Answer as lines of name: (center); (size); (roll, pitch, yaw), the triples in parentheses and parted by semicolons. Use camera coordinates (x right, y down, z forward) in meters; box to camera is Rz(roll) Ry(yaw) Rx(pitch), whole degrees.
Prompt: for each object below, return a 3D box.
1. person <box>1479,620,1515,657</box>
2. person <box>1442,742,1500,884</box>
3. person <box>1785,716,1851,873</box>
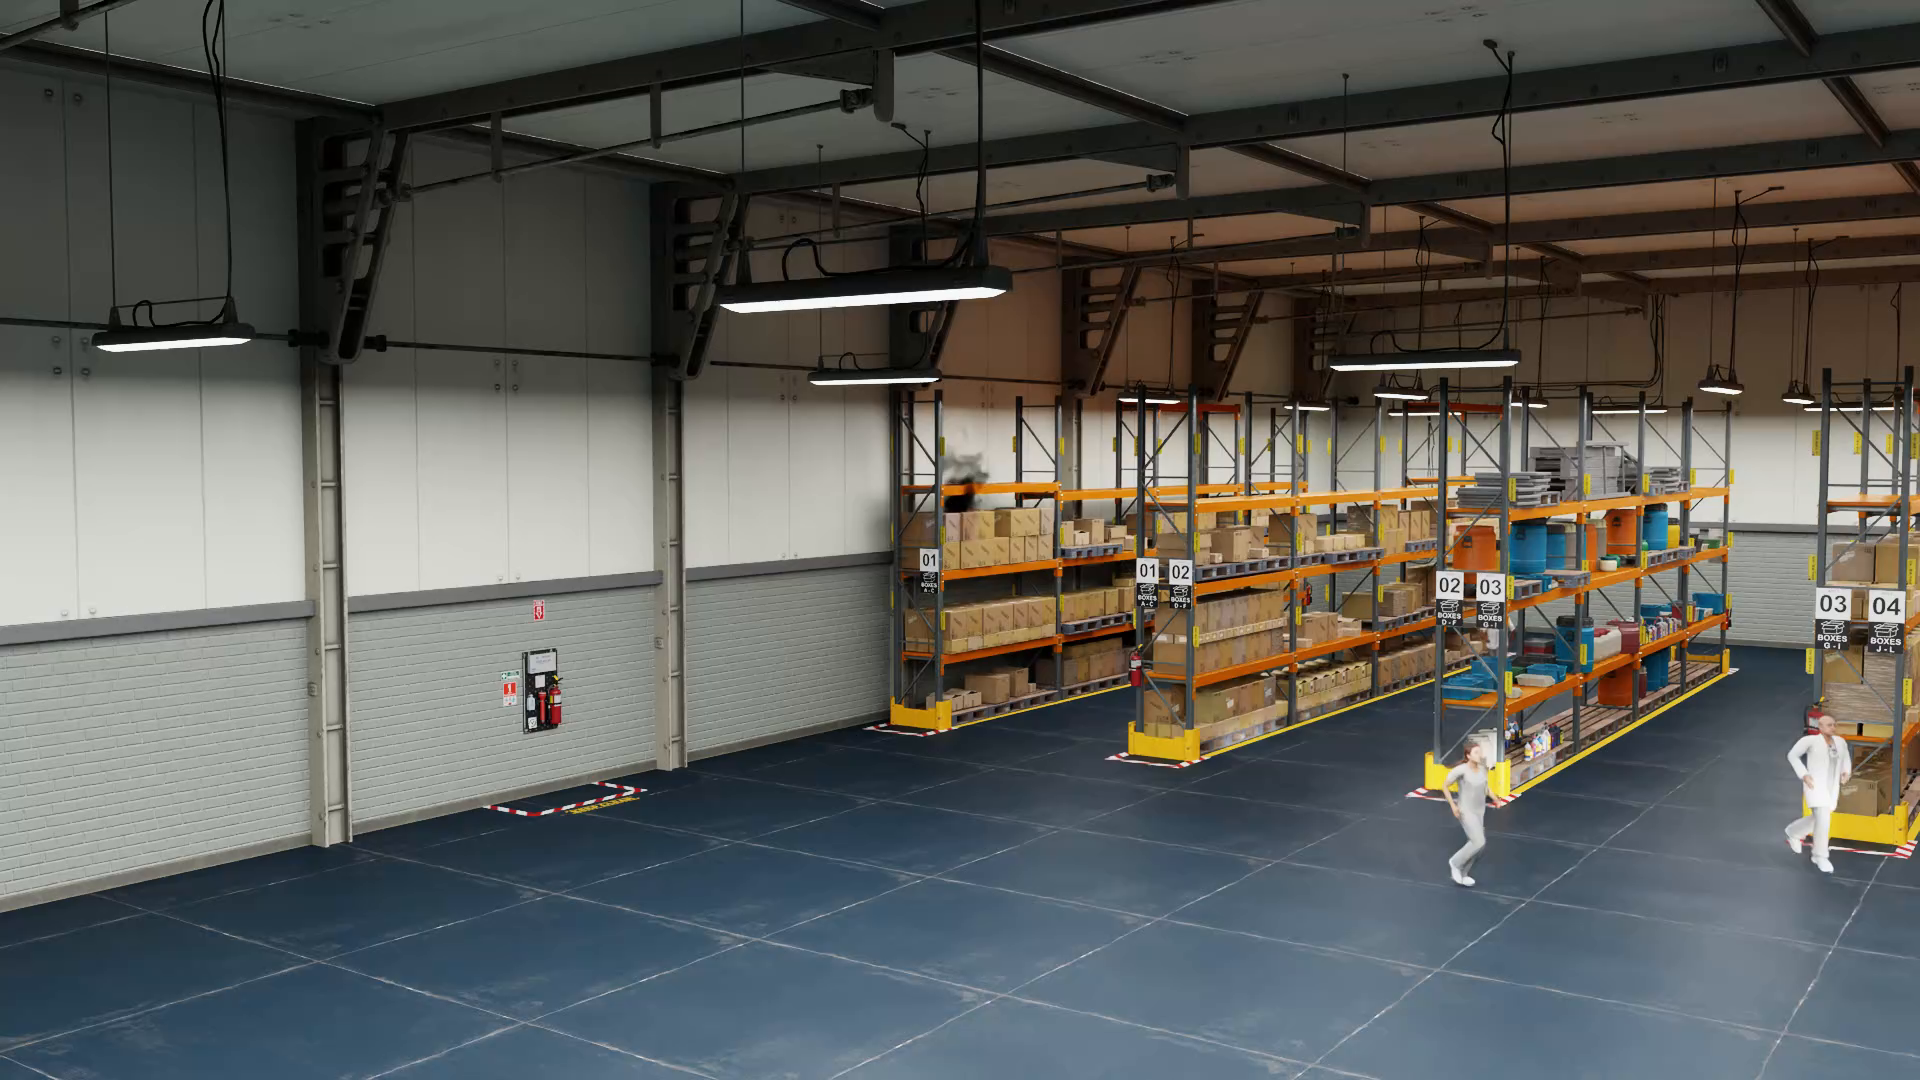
person: (10.972, 2.210, 34.021); (0.700, 1.771, 0.900); (1, 4, 24)
person: (5.840, 3.113, 18.900); (0.573, 1.637, 0.568); (-2, 4, -32)
person: (10.316, 2.989, 19.975); (0.717, 1.807, 0.922); (-1, 3, -12)
